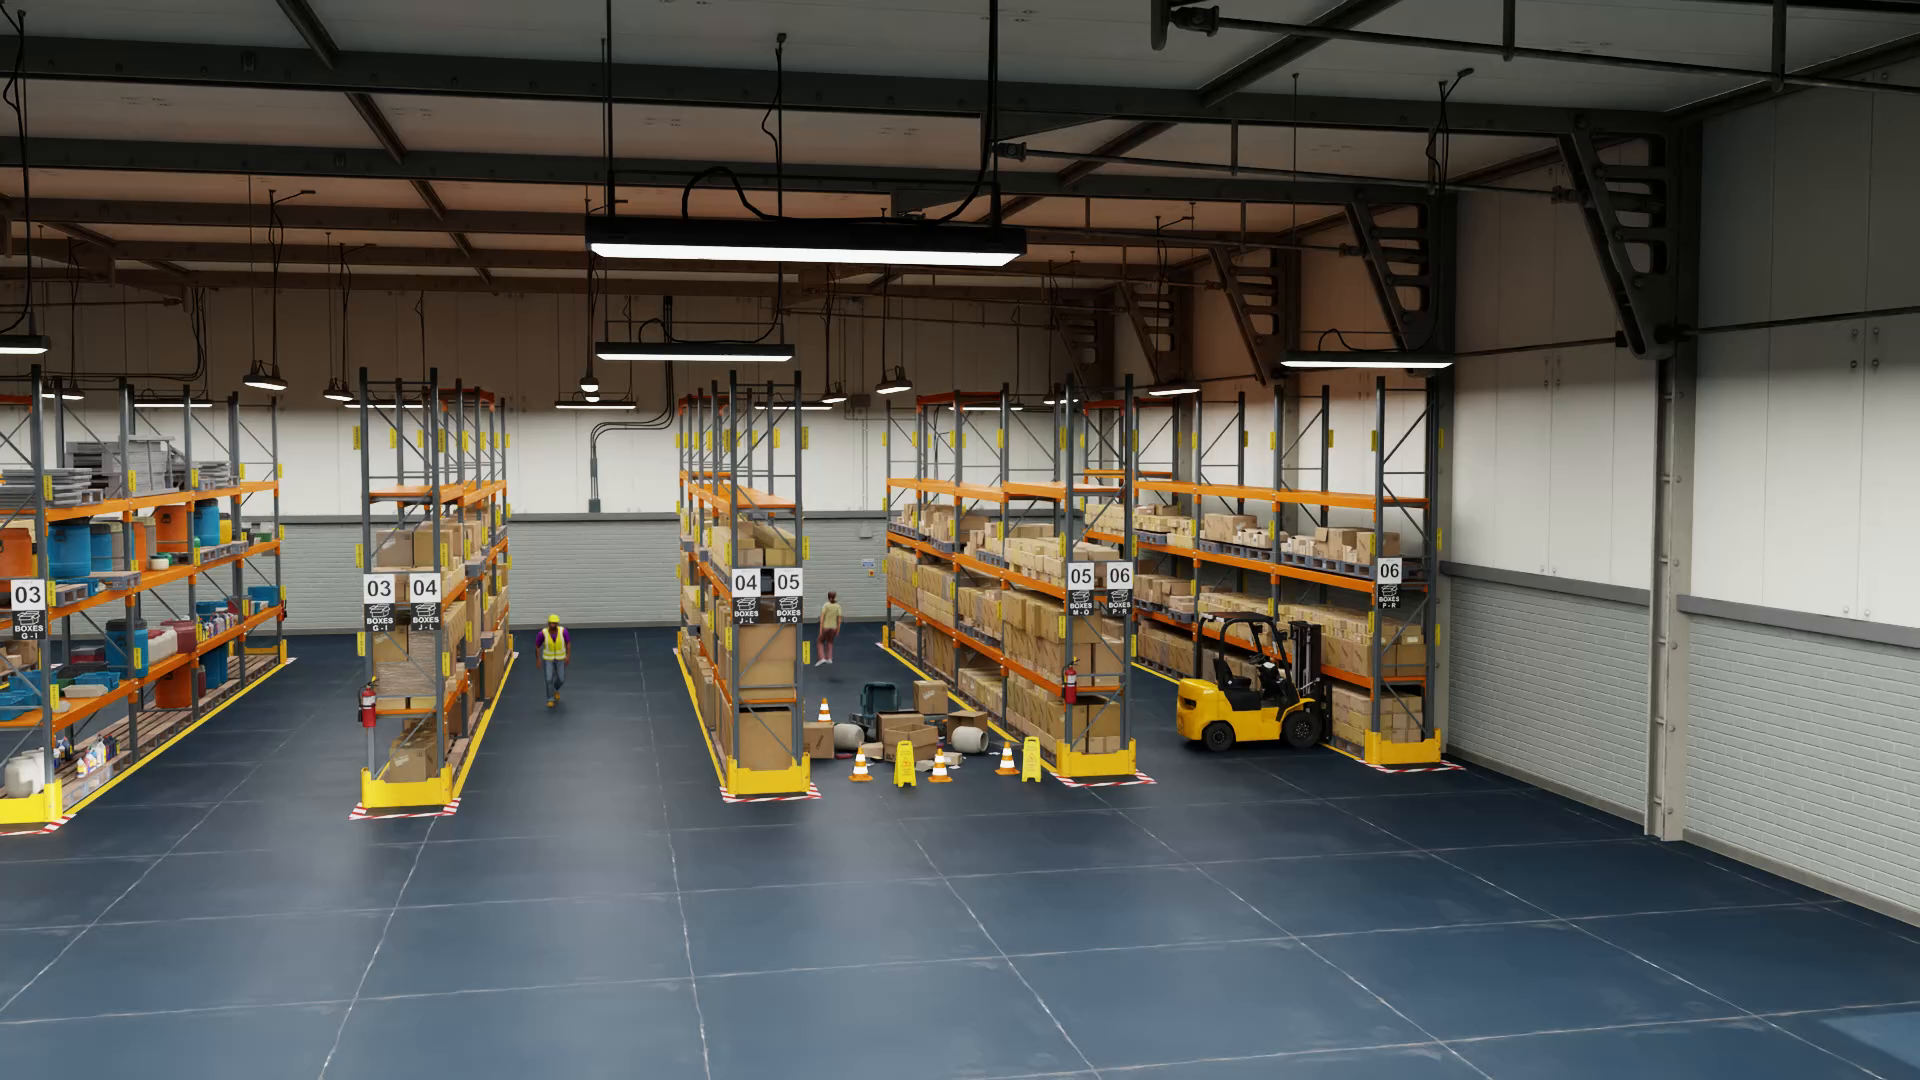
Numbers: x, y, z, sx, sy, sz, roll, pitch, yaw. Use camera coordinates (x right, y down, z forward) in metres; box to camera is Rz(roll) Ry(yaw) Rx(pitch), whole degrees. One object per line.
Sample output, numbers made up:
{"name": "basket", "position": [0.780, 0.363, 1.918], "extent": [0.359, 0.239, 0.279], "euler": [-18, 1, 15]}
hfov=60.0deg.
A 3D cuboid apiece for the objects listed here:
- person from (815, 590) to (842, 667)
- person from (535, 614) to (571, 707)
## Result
{"name": "person", "position": [-2.800, 1.885, 35.336], "extent": [0.577, 1.636, 0.441], "euler": [-1, 4, -14]}
{"name": "person", "position": [-7.726, 2.262, 31.531], "extent": [0.659, 1.744, 0.657], "euler": [-1, 4, -21]}
